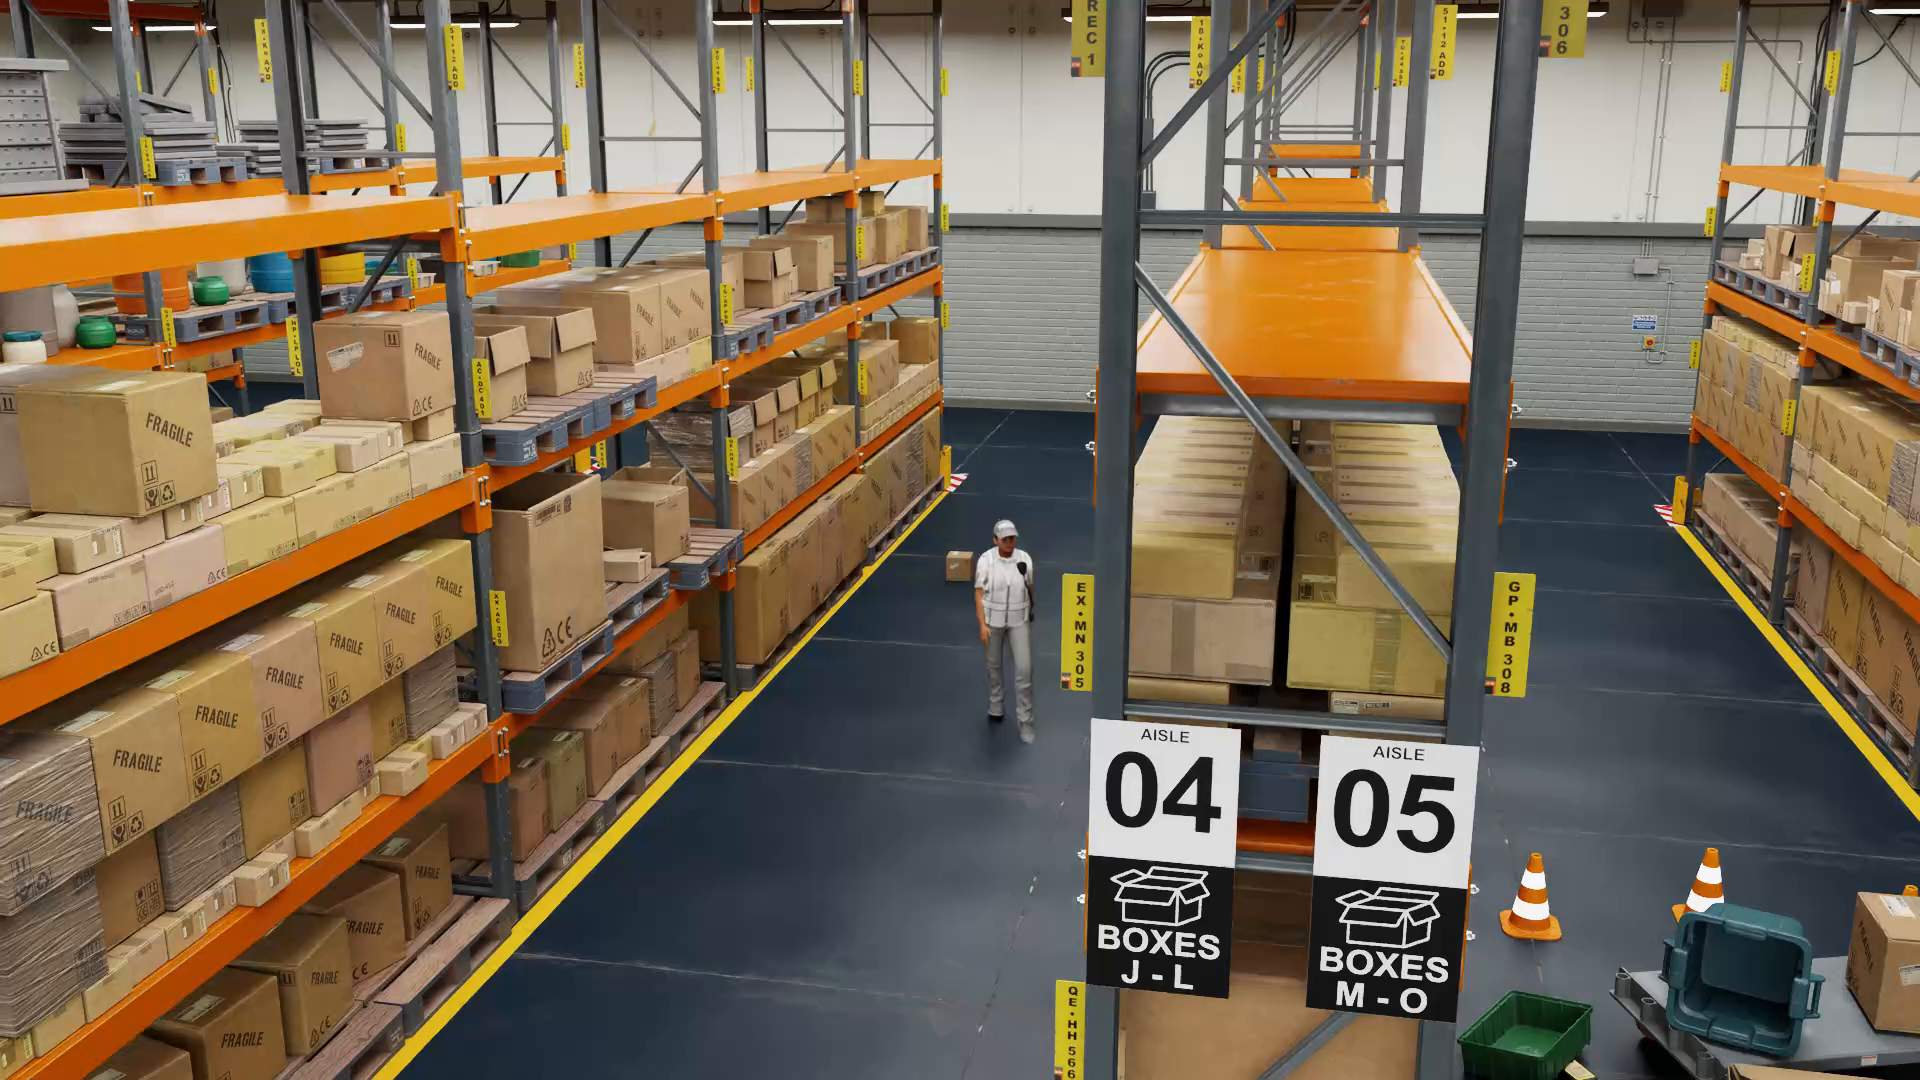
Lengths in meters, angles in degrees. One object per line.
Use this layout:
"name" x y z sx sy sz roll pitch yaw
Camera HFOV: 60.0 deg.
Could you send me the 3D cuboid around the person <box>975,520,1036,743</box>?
"person" 0.349 0.686 12.973 0.472 1.705 0.757 -1 15 -4
